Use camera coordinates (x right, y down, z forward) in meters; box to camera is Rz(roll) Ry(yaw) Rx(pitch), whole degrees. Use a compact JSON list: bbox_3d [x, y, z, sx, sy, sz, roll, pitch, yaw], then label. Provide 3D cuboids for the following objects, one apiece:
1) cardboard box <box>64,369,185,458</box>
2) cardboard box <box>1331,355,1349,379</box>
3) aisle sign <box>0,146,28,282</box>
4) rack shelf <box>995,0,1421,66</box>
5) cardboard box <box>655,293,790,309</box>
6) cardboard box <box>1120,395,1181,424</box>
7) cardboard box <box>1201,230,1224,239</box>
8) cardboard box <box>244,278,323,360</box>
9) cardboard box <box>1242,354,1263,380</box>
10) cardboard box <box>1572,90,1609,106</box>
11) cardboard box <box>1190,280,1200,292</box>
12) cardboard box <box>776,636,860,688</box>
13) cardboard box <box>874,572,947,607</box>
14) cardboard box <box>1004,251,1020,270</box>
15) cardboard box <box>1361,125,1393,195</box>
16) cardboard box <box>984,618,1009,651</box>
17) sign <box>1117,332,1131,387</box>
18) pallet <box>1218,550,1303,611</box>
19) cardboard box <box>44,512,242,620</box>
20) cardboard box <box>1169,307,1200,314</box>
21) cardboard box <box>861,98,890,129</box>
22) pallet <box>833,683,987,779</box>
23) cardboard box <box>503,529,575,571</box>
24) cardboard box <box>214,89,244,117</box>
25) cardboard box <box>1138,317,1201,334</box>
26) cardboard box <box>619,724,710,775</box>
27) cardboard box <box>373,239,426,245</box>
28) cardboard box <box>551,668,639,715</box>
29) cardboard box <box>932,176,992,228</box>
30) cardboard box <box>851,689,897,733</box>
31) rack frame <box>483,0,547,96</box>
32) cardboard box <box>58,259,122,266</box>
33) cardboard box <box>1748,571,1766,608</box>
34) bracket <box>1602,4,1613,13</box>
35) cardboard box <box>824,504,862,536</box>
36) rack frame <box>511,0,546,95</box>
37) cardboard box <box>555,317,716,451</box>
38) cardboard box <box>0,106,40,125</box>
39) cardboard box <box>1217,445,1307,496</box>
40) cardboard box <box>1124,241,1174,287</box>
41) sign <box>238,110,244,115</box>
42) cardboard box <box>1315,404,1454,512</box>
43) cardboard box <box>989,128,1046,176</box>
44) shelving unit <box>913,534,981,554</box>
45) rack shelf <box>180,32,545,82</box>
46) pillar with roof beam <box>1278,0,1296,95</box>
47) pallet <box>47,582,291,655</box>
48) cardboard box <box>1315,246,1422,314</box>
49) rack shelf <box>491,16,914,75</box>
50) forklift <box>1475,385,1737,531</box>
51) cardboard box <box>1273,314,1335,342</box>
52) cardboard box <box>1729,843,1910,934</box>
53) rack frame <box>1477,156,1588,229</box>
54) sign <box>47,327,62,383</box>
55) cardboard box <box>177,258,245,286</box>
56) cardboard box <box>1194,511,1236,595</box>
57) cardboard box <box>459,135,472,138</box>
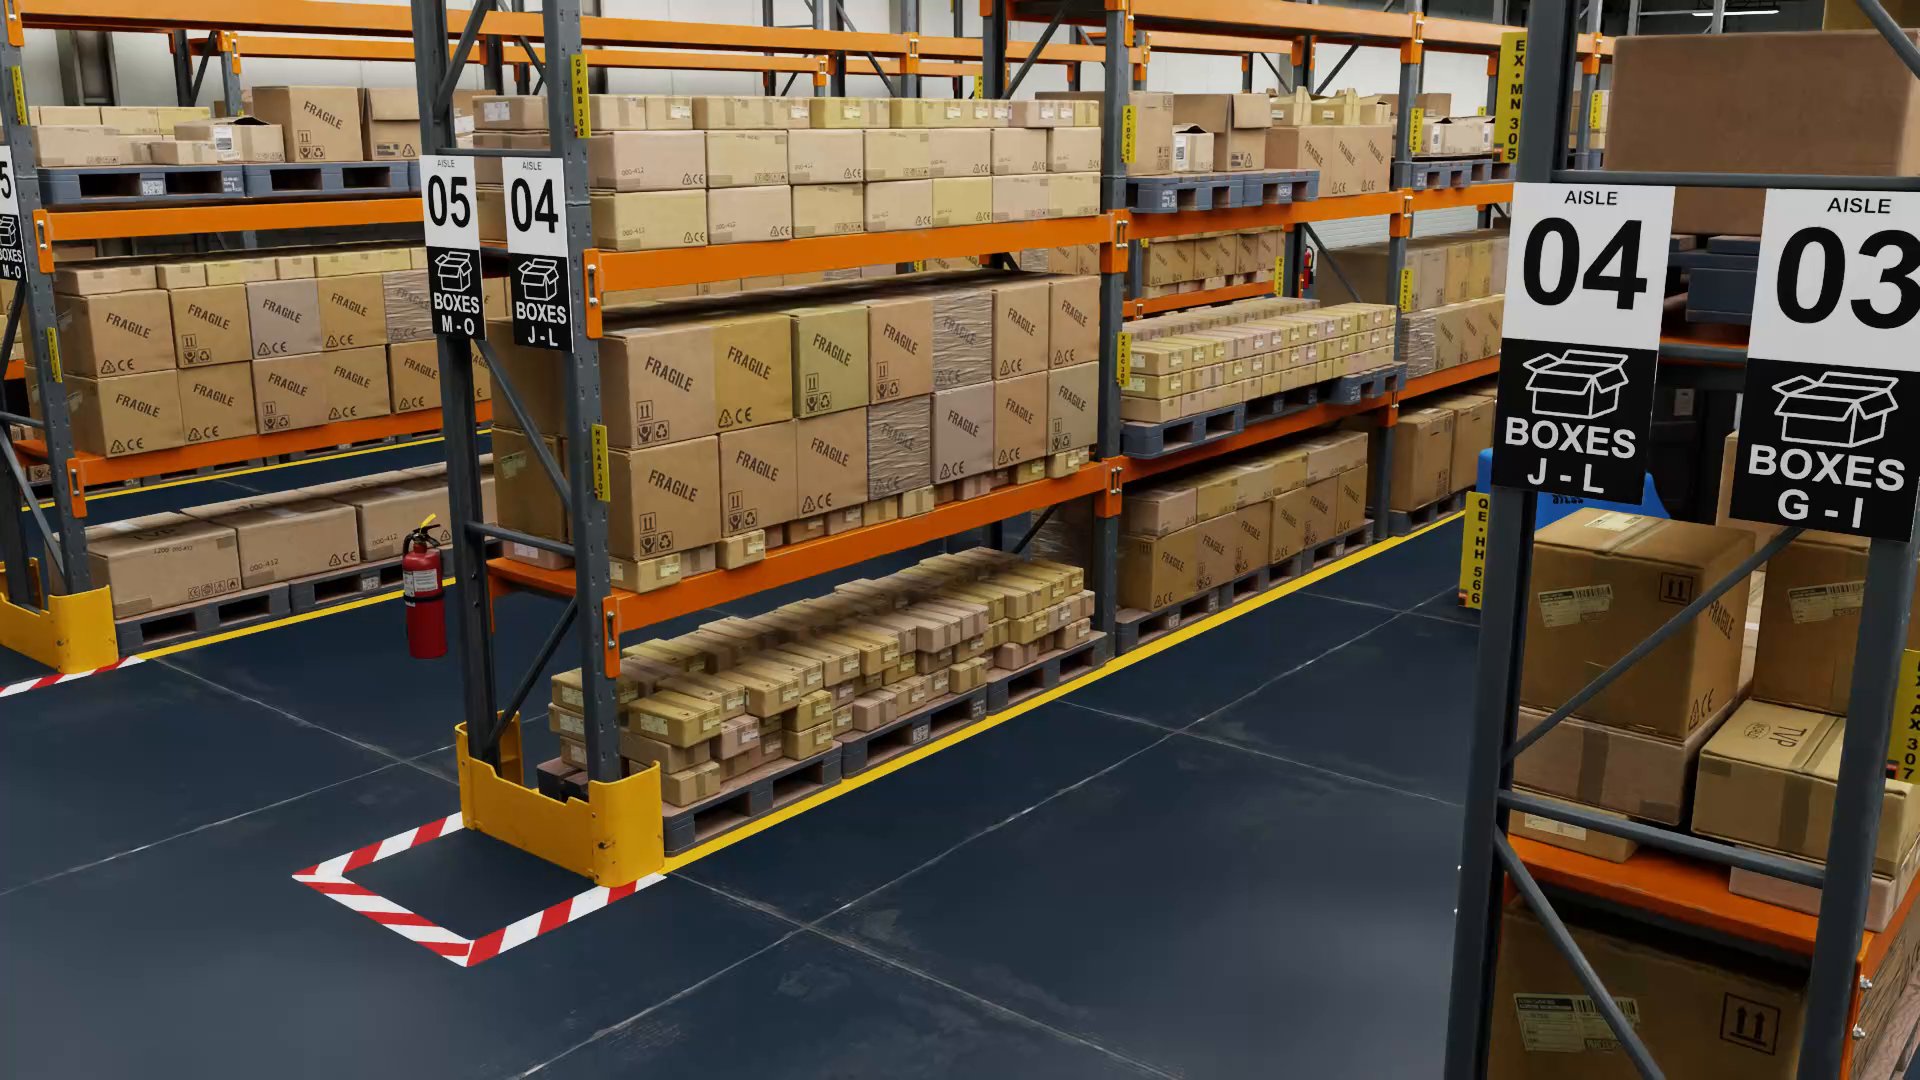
[{"bbox_3d":[-5.340,-0.835,10.614,0.500,0.500,0.500,11,18,37],"label":"cardboard box"},{"bbox_3d":[2.646,-1.297,12.293,0.380,0.149,0.250,11,18,37],"label":"cardboard box"},{"bbox_3d":[-5.684,-1.940,9.889,0.394,0.787,0.004,11,18,38],"label":"aisle sign"},{"bbox_3d":[1.820,-3.506,11.423,1.077,0.370,4.000,11,18,38],"label":"rack shelf"},{"bbox_3d":[-1.219,-0.994,8.604,0.500,0.500,0.500,12,19,40],"label":"cardboard box"},{"bbox_3d":[1.168,-0.844,10.512,0.380,0.149,0.250,10,17,35],"label":"cardboard box"},{"bbox_3d":[2.797,-3.951,20.247,0.700,0.500,0.500,11,18,36],"label":"cardboard box"},{"bbox_3d":[-4.705,-1.520,11.279,0.500,0.500,0.500,11,18,37],"label":"cardboard box"},{"bbox_3d":[1.822,-1.190,11.268,0.380,0.149,0.250,12,19,40],"label":"cardboard box"},{"bbox_3d":[6.084,-4.278,16.113,0.380,0.149,0.250,11,18,38],"label":"cardboard box"},{"bbox_3d":[2.712,-3.136,20.385,0.380,0.149,0.250,11,18,37],"label":"cardboard box"},{"bbox_3d":[-0.747,0.638,8.748,0.380,0.149,0.250,12,19,40],"label":"cardboard box"},{"bbox_3d":[-0.301,0.319,10.006,0.380,0.149,0.250,11,18,36],"label":"cardboard box"},{"bbox_3d":[0.277,-2.921,17.370,0.500,0.500,0.500,12,18,38],"label":"cardboard box"},{"bbox_3d":[2.916,-2.878,12.564,0.500,0.500,0.500,11,18,38],"label":"cardboard box"},{"bbox_3d":[0.063,0.526,9.794,0.380,0.149,0.250,11,18,38],"label":"cardboard box"},{"bbox_3d":[0.990,-1.095,10.084,0.100,0.325,0.005,11,18,38],"label":"sign"},{"bbox_3d":[1.818,0.209,12.371,1.003,0.211,1.213,11,18,38],"label":"pallet"},{"bbox_3d":[-5.528,0.157,11.262,0.875,0.438,0.875,11,18,36],"label":"cardboard box"},{"bbox_3d":[2.705,-2.770,20.327,0.380,0.149,0.250,12,19,40],"label":"cardboard box"},{"bbox_3d":[-0.571,-2.129,8.297,0.380,0.149,0.250,12,19,39],"label":"cardboard box"},{"bbox_3d":[-0.598,0.962,9.408,1.003,0.211,1.213,11,18,38],"label":"pallet"},{"bbox_3d":[-1.966,0.023,7.949,0.380,0.149,0.250,11,18,38],"label":"cardboard box"},{"bbox_3d":[-7.075,-4.271,16.258,0.396,0.266,0.258,11,18,37],"label":"cardboard box"},{"bbox_3d":[1.483,-1.485,11.825,0.380,0.149,0.250,10,18,35],"label":"cardboard box"},{"bbox_3d":[-1.422,0.981,8.002,0.380,0.149,0.250,12,19,40],"label":"cardboard box"},{"bbox_3d":[-4.231,-2.187,12.588,0.380,0.149,0.250,11,18,37],"label":"cardboard box"},{"bbox_3d":[-1.815,0.757,8.280,0.380,0.149,0.250,12,18,38],"label":"cardboard box"},{"bbox_3d":[-0.177,-1.813,8.878,0.500,0.250,0.500,11,18,37],"label":"cardboard box"},{"bbox_3d":[-0.565,0.894,8.949,0.380,0.149,0.250,10,17,35],"label":"cardboard box"},{"bbox_3d":[-3.351,-4.413,12.716,1.000,3.000,0.127,11,18,38],"label":"rack frame"},{"bbox_3d":[-5.654,-1.738,10.823,0.380,0.149,0.250,12,18,39],"label":"cardboard box"},{"bbox_3d":[2.905,0.294,6.073,0.500,0.250,0.500,11,18,38],"label":"cardboard box"},{"bbox_3d":[18.060,-14.840,46.451,0.235,0.232,0.430,11,18,38],"label":"bracket"},{"bbox_3d":[-0.731,-0.142,8.600,0.380,0.149,0.250,11,18,36],"label":"cardboard box"},{"bbox_3d":[-4.700,-5.946,18.753,1.000,3.000,0.127,11,18,38],"label":"rack frame"},{"bbox_3d":[-1.462,-0.714,7.505,0.500,0.500,0.500,11,18,37],"label":"cardboard box"},{"bbox_3d":[-8.302,-3.612,14.342,0.500,0.250,0.500,12,18,39],"label":"cardboard box"},{"bbox_3d":[2.211,-0.515,12.259,0.500,0.250,0.500,12,18,39],"label":"cardboard box"},{"bbox_3d":[2.171,-3.271,19.599,0.500,0.500,0.500,11,18,37],"label":"cardboard box"},{"bbox_3d":[-6.787,-3.894,15.718,0.100,0.325,0.005,11,18,38],"label":"sign"},{"bbox_3d":[3.530,-0.740,14.161,1.050,0.750,0.750,11,18,37],"label":"cardboard box"},{"bbox_3d":[0.135,-2.156,9.215,0.500,0.250,0.500,10,18,35],"label":"cardboard box"},{"bbox_3d":[-0.104,-0.986,13.240,0.431,2.100,0.503,11,18,38],"label":"shelving unit"},{"bbox_3d":[-5.957,-5.021,17.383,1.077,0.370,4.000,11,18,38],"label":"rack shelf"},{"bbox_3d":[10.080,-9.116,31.232,9.100,9.000,0.400,11,18,38],"label":"pillar with roof beam"},{"bbox_3d":[-5.423,0.447,11.433,1.003,0.211,1.213,11,18,38],"label":"pallet"},{"bbox_3d":[3.367,-2.142,13.728,0.700,0.500,0.500,11,18,37],"label":"cardboard box"},{"bbox_3d":[-2.094,-4.253,14.362,1.077,0.370,4.000,11,18,38],"label":"rack shelf"},{"bbox_3d":[5.225,-0.962,11.458,3.031,2.935,1.130,-2,14,-6],"label":"forklift"},{"bbox_3d":[2.480,-1.535,12.021,0.380,0.149,0.250,11,18,38],"label":"cardboard box"},{"bbox_3d":[2.323,0.899,4.500,0.380,0.149,0.250,12,18,38],"label":"cardboard box"},{"bbox_3d":[5.591,-2.290,16.547,1.000,3.000,0.127,11,18,38],"label":"rack frame"},{"bbox_3d":[-5.437,-1.110,9.981,0.100,0.325,0.005,11,18,38],"label":"sign"},{"bbox_3d":[-4.913,-1.758,10.900,0.380,0.149,0.250,11,18,36],"label":"cardboard box"},{"bbox_3d":[1.565,0.048,11.567,0.500,0.500,0.500,12,19,40],"label":"cardboard box"},{"bbox_3d":[-3.503,-2.974,12.362,0.396,0.266,0.258,12,19,39],"label":"cardboard box"}]
